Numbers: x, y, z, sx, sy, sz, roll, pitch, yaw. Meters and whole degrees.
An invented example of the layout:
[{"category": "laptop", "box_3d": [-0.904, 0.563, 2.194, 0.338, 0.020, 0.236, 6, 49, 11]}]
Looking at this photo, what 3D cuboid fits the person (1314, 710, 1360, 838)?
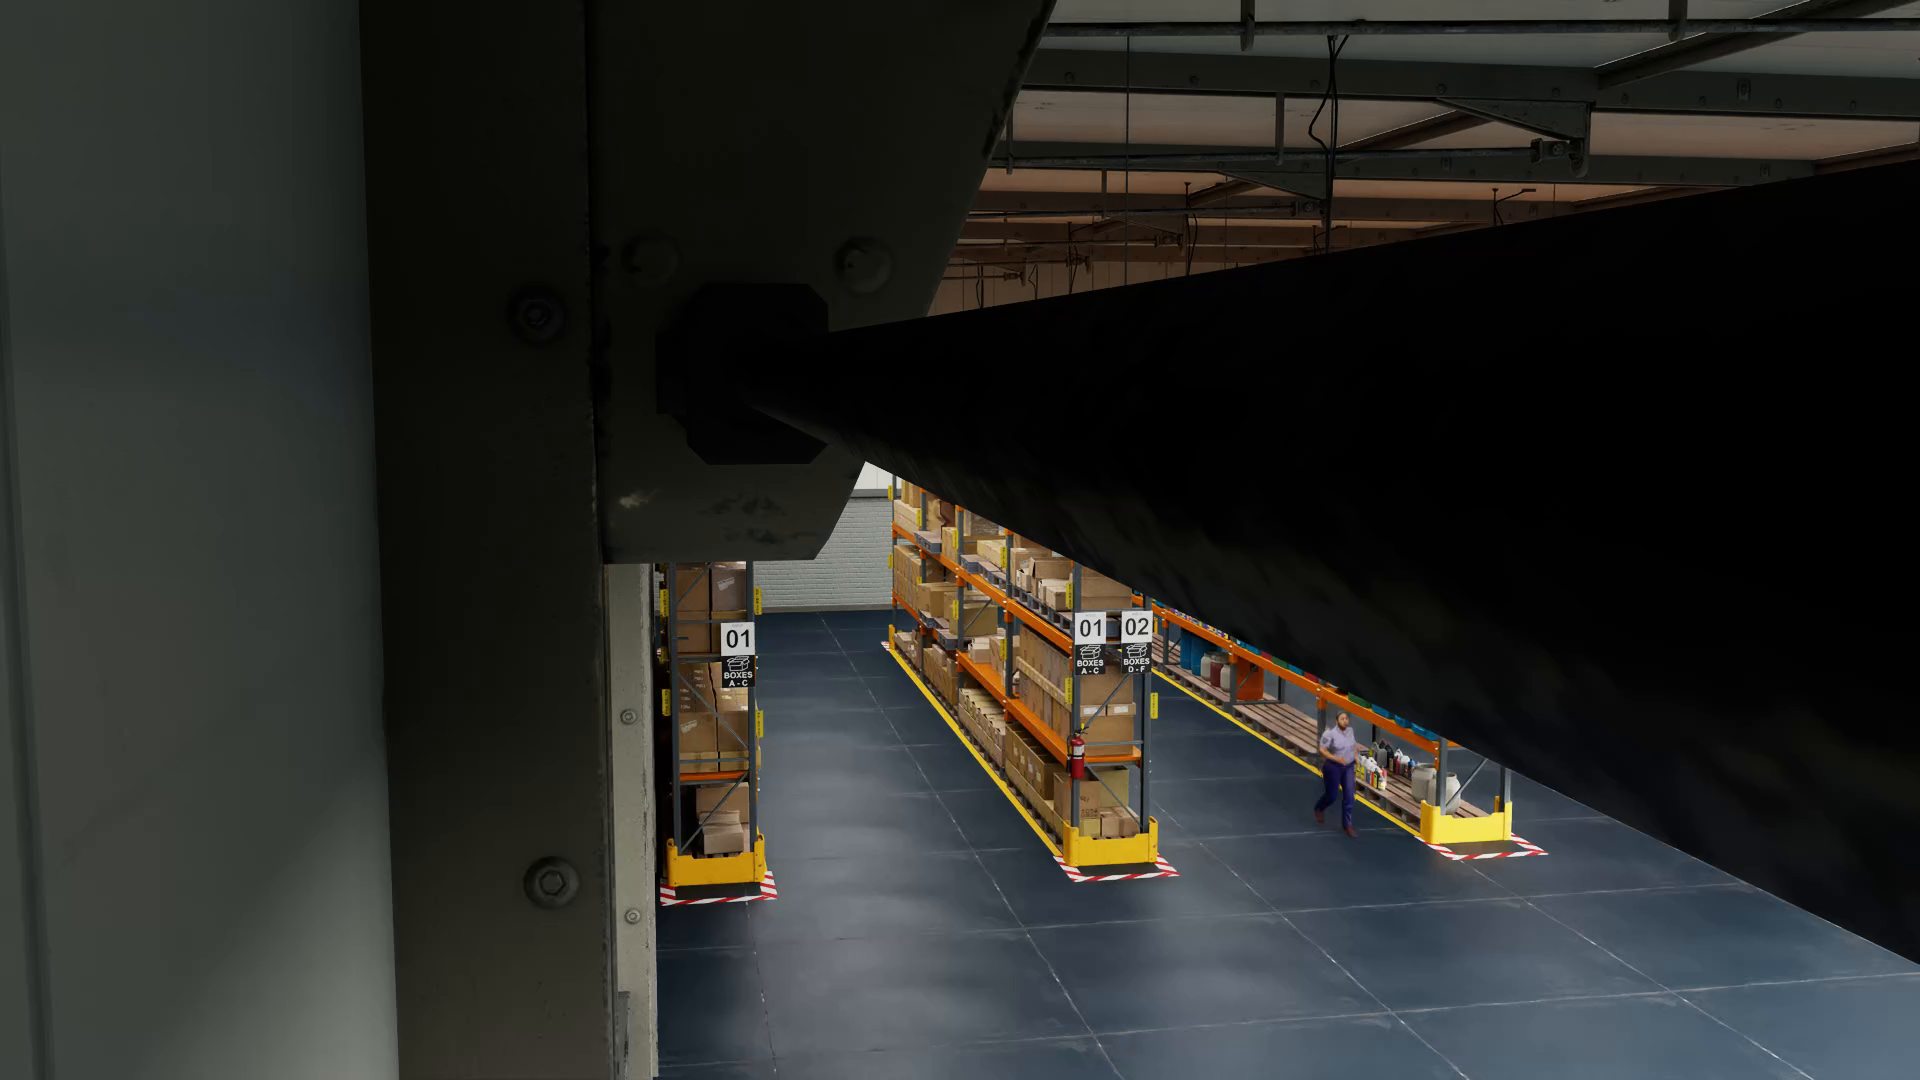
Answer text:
[{"category": "person", "box_3d": [5.101, 3.105, 22.370, 0.627, 1.666, 0.773, -2, 6, -17]}]
